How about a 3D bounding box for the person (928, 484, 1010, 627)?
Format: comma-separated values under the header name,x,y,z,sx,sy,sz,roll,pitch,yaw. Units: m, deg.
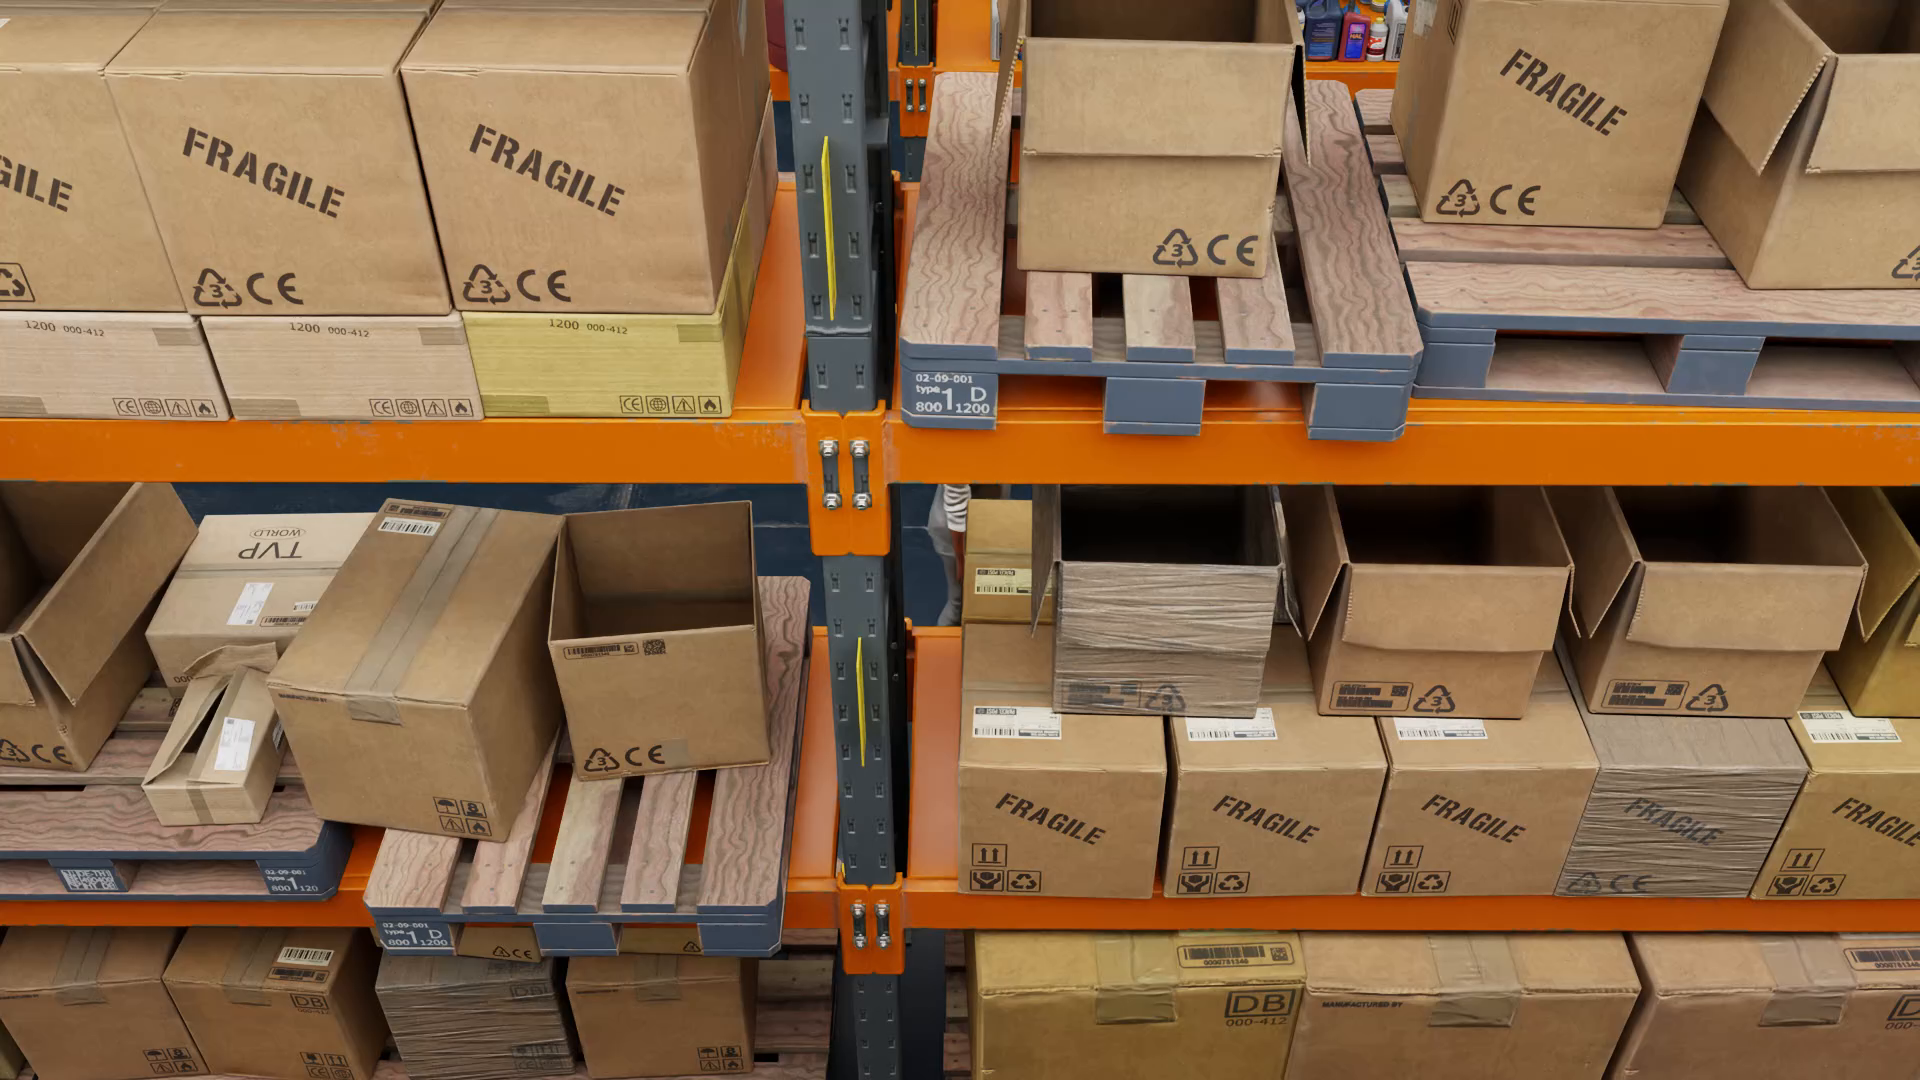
name,x,y,z,sx,sy,sz,roll,pitch,yaw
person,0.051,-0.051,6.216,0.338,1.607,0.469,5,40,6
